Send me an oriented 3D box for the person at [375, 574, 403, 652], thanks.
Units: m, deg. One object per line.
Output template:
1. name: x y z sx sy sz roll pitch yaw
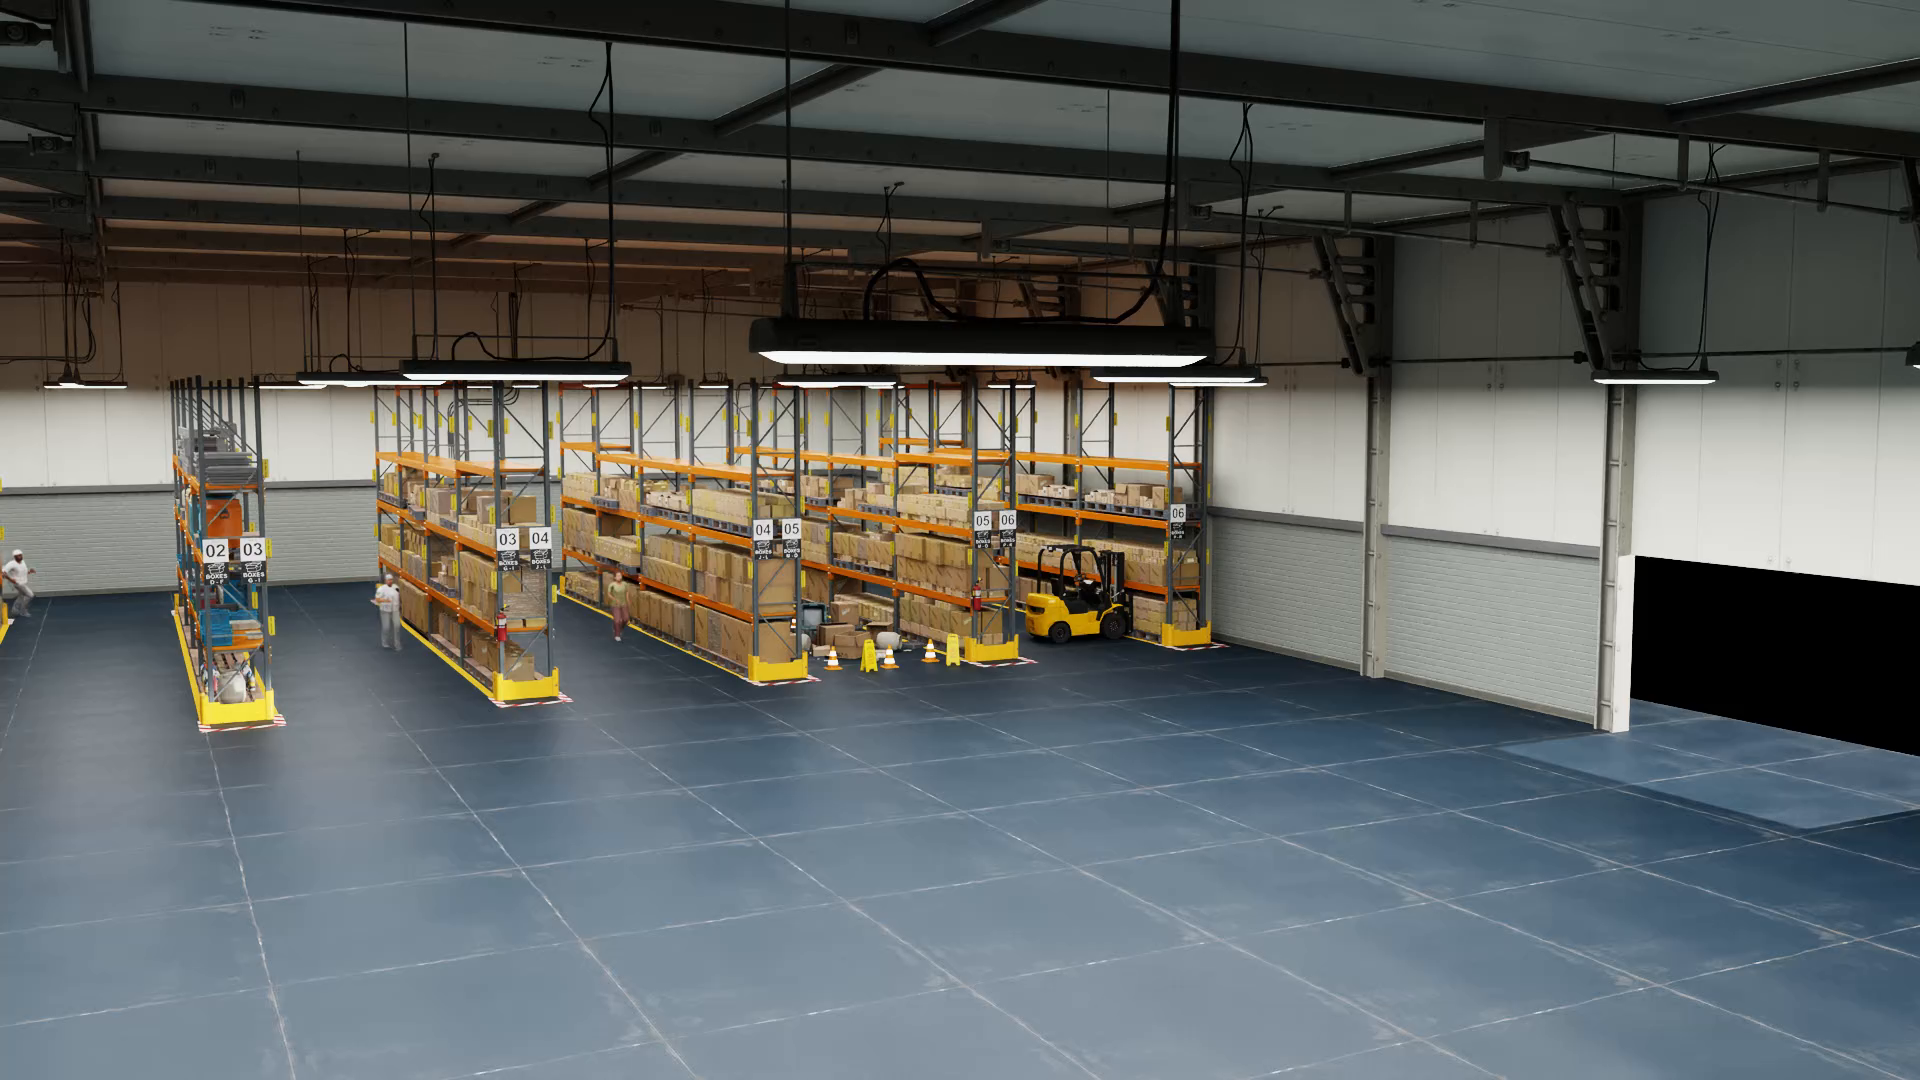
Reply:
1. person: -12.682 1.607 36.933 0.596 1.696 0.854 -3 6 -33

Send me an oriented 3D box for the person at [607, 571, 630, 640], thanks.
1. person: -7.823 1.511 38.226 0.560 1.624 0.621 -3 6 -30

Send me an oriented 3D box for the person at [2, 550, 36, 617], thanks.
1. person: -23.856 1.121 42.206 0.685 1.766 0.702 -1 5 -8
